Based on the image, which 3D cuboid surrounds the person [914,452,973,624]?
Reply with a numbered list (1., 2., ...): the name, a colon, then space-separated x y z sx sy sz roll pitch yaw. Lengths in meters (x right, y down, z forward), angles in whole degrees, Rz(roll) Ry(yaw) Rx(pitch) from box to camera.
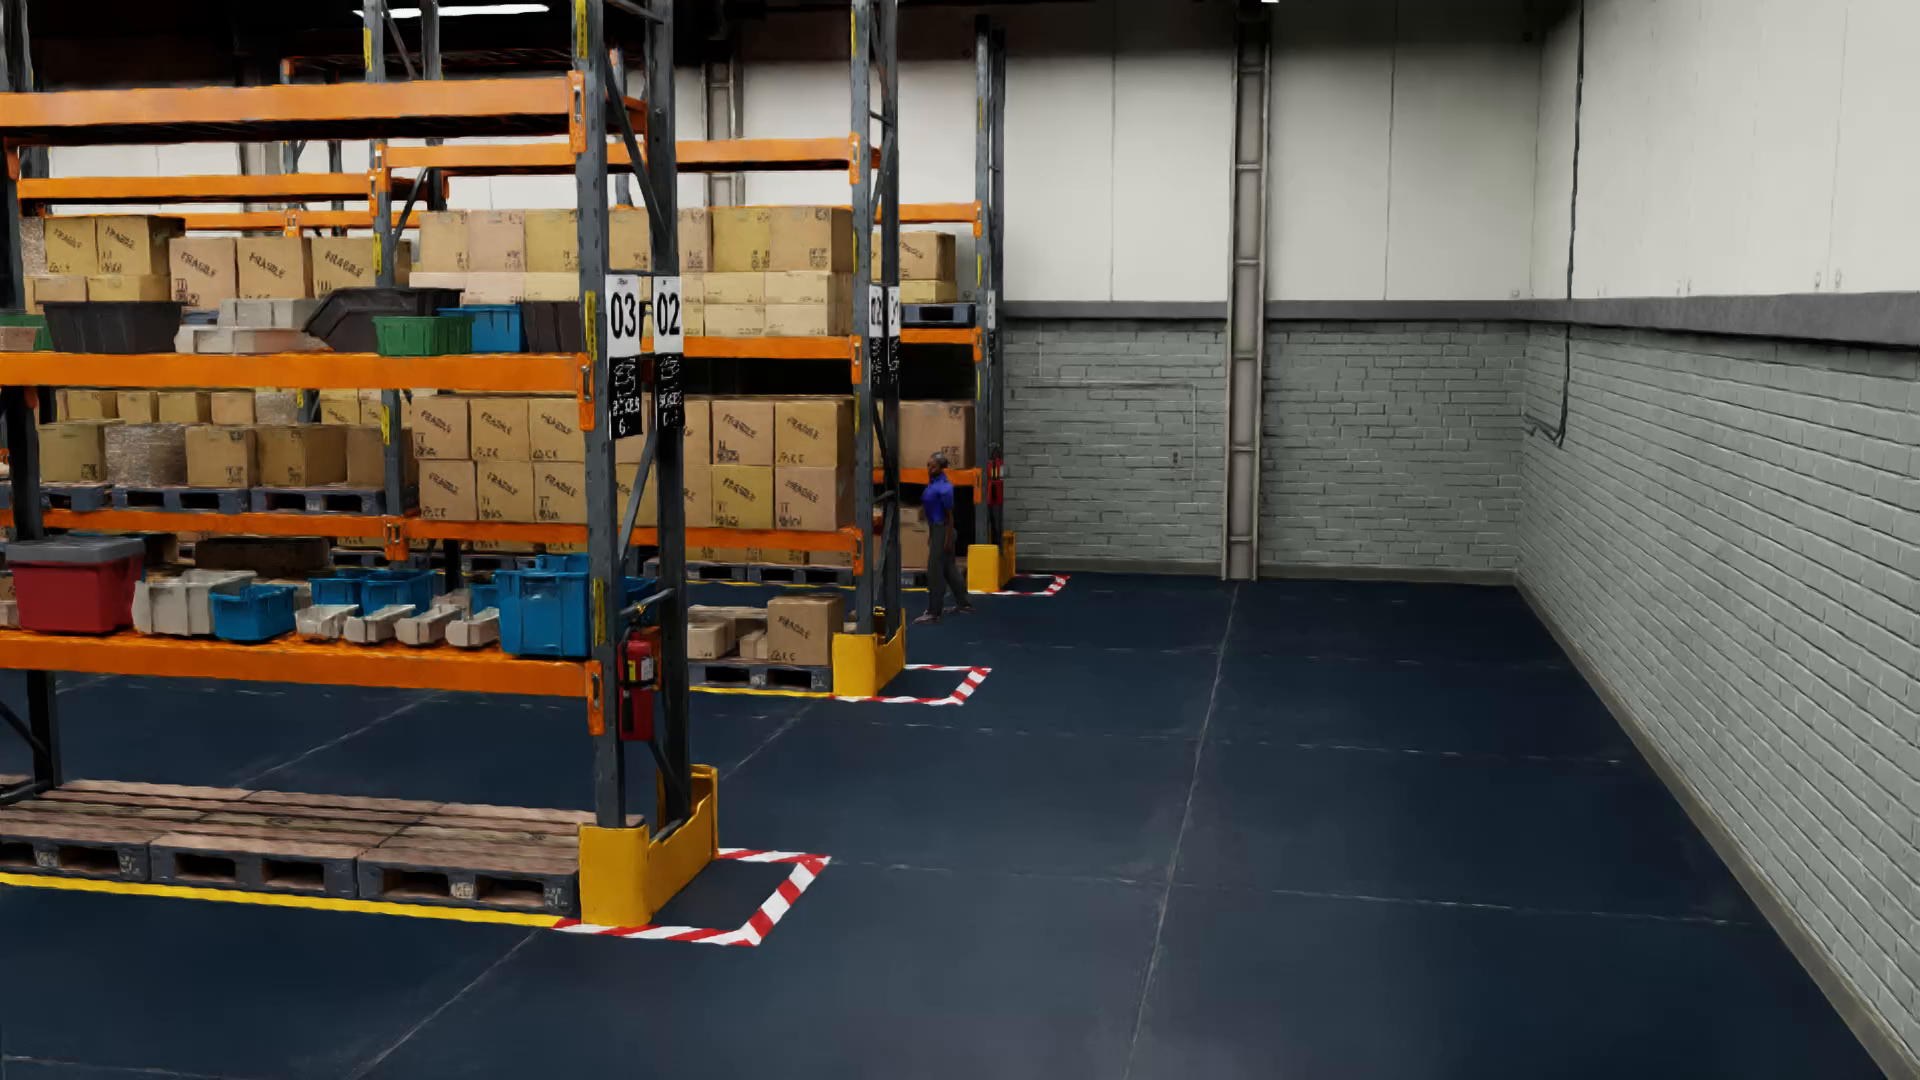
1. person: -0.163 -0.038 16.108 0.650 1.654 0.469 -2 8 -16
